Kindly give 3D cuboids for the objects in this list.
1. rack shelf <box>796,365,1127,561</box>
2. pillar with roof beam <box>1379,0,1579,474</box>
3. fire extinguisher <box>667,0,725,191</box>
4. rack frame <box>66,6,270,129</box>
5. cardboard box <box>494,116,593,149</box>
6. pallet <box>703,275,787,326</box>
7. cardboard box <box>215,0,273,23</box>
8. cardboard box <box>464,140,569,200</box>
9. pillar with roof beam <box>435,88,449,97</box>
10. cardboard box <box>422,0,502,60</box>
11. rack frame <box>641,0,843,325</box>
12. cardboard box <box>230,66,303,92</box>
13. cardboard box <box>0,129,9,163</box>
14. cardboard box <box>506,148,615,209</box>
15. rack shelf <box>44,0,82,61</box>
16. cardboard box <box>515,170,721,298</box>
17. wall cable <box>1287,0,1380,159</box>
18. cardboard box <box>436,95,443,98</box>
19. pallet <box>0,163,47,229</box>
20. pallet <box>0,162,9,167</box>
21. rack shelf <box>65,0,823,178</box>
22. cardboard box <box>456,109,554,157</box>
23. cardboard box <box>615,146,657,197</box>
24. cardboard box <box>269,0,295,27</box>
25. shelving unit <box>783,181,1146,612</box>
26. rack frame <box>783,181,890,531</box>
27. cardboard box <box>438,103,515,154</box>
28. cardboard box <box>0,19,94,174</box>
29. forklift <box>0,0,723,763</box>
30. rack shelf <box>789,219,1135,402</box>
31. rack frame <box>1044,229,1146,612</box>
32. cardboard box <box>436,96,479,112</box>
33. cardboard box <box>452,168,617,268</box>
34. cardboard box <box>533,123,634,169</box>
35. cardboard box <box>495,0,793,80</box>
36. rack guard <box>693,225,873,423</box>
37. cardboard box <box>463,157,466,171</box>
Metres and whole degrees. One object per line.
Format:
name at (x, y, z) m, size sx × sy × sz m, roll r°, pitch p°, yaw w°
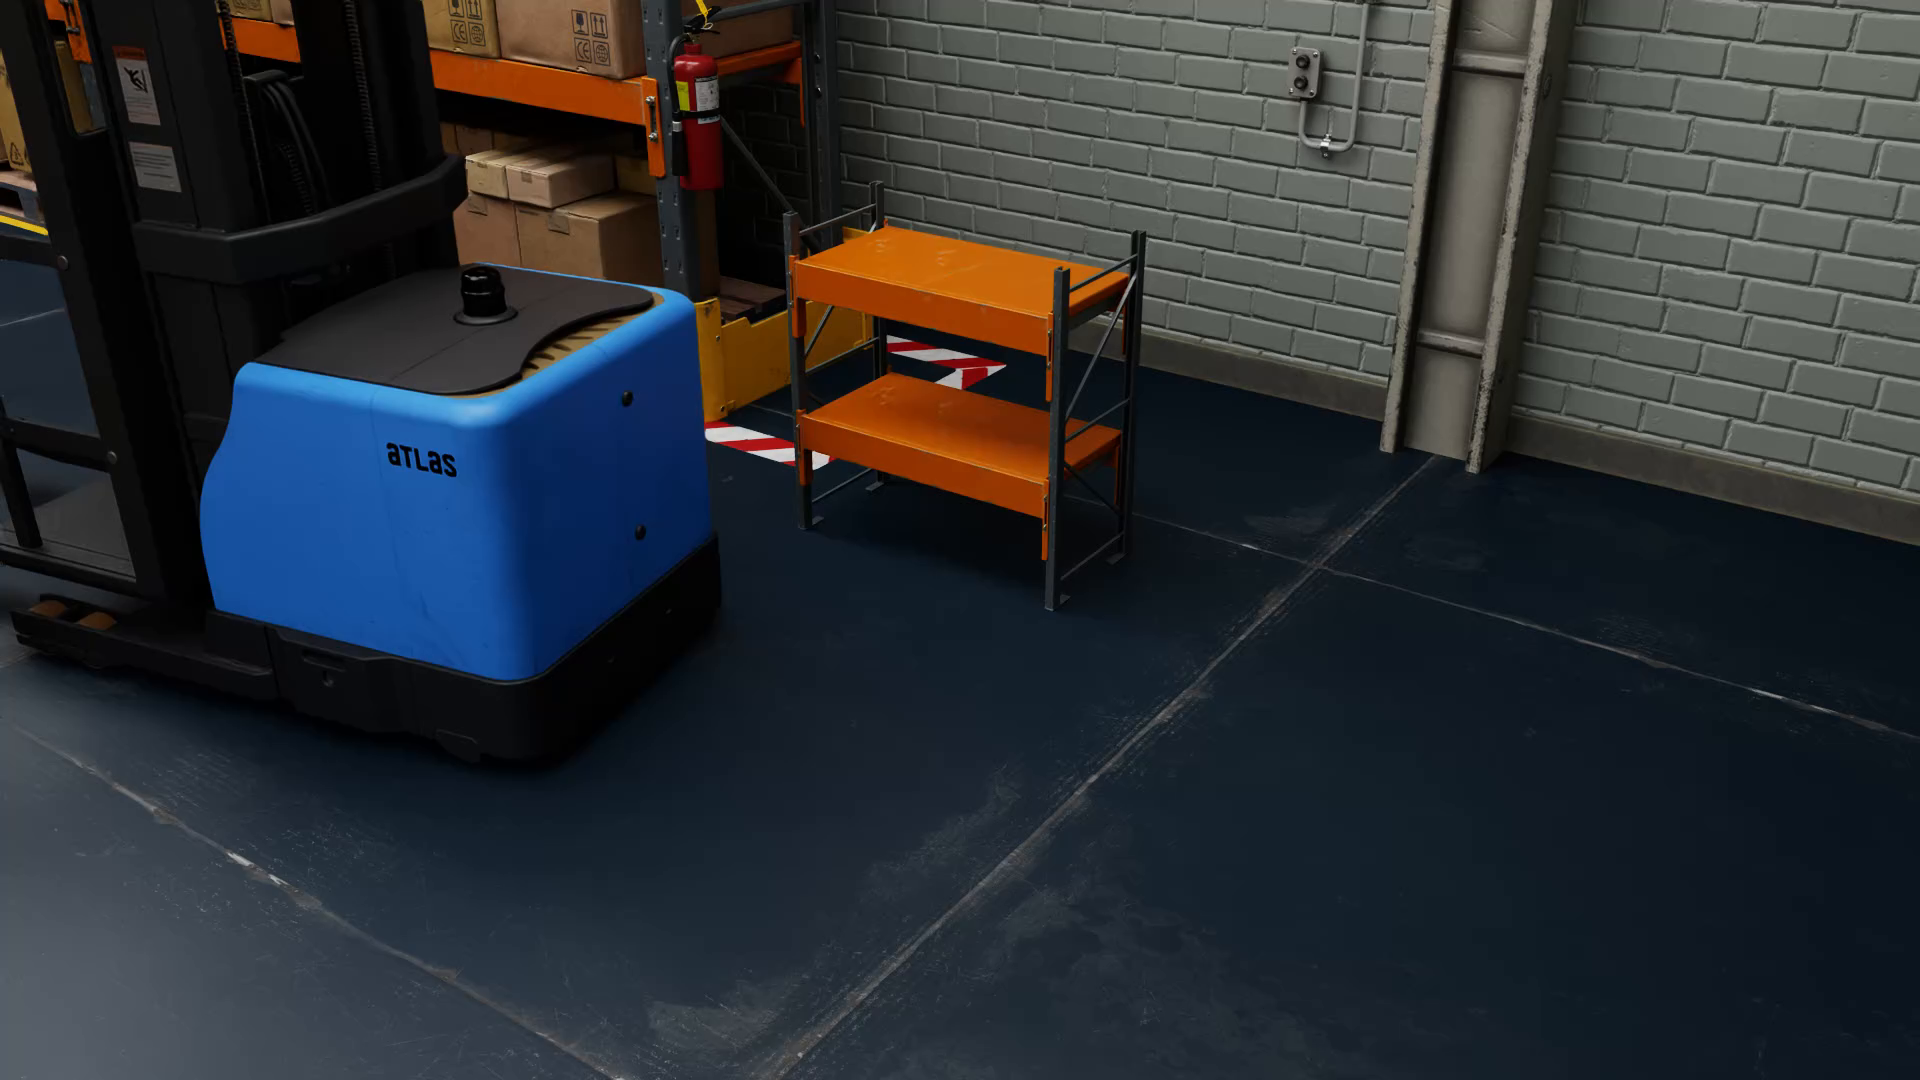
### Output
rack shelf at (0.006, -0.282, 5.602) m, size 1.000 × 0.278 × 0.538 m, roll 17°, pitch 32°, yaw 30°
pillar with roof beam at (-0.565, -2.757, 1.245) m, size 0.400 × 9.000 × 9.100 m, roll 17°, pitch 32°, yaw 30°
fire extinguisher at (-0.980, -1.650, 6.182) m, size 0.183 × 0.674 × 0.296 m, roll 17°, pitch 32°, yaw 30°
rack frame at (-4.140, -3.089, 8.513) m, size 0.127 × 3.000 × 1.000 m, roll 17°, pitch 32°, yaw 30°
cardboard box at (-1.885, -1.804, 7.565) m, size 0.250 × 0.149 × 0.380 m, roll 18°, pitch 32°, yaw 31°
pallet at (-1.547, -0.996, 7.474) m, size 1.213 × 0.211 × 1.003 m, roll 17°, pitch 32°, yaw 30°
cardboard box at (-3.104, -2.888, 7.787) m, size 0.700 × 0.700 × 0.980 m, roll 16°, pitch 31°, yaw 29°
cardboard box at (-1.897, -1.597, 7.159) m, size 0.250 × 0.149 × 0.380 m, roll 18°, pitch 32°, yaw 32°
pillar with roof beam at (-5.511, -4.297, 4.272) m, size 0.400 × 9.000 × 9.100 m, roll 17°, pitch 32°, yaw 30°
cardboard box at (-1.875, -2.506, 7.036) m, size 0.700 × 0.700 × 0.980 m, roll 17°, pitch 32°, yaw 30°
rack frame at (-0.843, -2.062, 6.495) m, size 0.127 × 3.000 × 1.000 m, roll 17°, pitch 32°, yaw 30°
cardboard box at (-3.589, -2.333, 8.604) m, size 0.250 × 0.149 × 0.380 m, roll 17°, pitch 32°, yaw 30°
cardboard box at (-5.484, -2.664, 9.585) m, size 0.750 × 0.750 × 0.750 m, roll 18°, pitch 32°, yaw 32°
cardboard box at (-1.686, -1.532, 7.030) m, size 0.250 × 0.149 × 0.380 m, roll 17°, pitch 31°, yaw 30°
rack shelf at (-5.789, -3.282, 9.686) m, size 4.000 × 0.370 × 1.077 m, roll 17°, pitch 32°, yaw 30°
cardboard box at (-1.477, -1.278, 7.247) m, size 0.500 × 0.500 × 0.700 m, roll 17°, pitch 32°, yaw 30°
wall cable at (0.748, -2.540, 6.313) m, size 1.851 × 1.984 × 0.084 m, roll 17°, pitch 32°, yaw 30°
cardboard box at (-2.728, -2.066, 8.079) m, size 0.250 × 0.149 × 0.380 m, roll 18°, pitch 32°, yaw 31°
pallet at (-4.819, -2.017, 9.480) m, size 1.213 × 0.211 × 1.003 m, roll 17°, pitch 32°, yaw 30°
pallet at (-5.829, -2.330, 10.095) m, size 1.213 × 0.211 × 1.003 m, roll 17°, pitch 32°, yaw 30°
rack shelf at (-2.492, -2.255, 7.667) m, size 4.000 × 0.370 × 1.077 m, roll 17°, pitch 32°, yaw 30°
cardboard box at (-2.095, -1.869, 7.693) m, size 0.250 × 0.149 × 0.380 m, roll 18°, pitch 32°, yaw 31°
cardboard box at (-1.260, -1.610, 7.183) m, size 0.250 × 0.149 × 0.380 m, roll 18°, pitch 32°, yaw 31°
cardboard box at (-2.498, -2.705, 7.427) m, size 0.700 × 0.700 × 0.980 m, roll 16°, pitch 31°, yaw 28°
shelving unit at (0.006, -0.500, 5.491) m, size 1.048 × 1.125 × 0.538 m, roll 17°, pitch 32°, yaw 30°
rack frame at (-0.413, -0.630, 5.748) m, size 0.032 × 1.125 × 0.500 m, roll 17°, pitch 32°, yaw 30°
cardboard box at (-2.307, -1.934, 7.822) m, size 0.250 × 0.149 × 0.380 m, roll 18°, pitch 32°, yaw 31°
cardboard box at (-4.750, -2.437, 9.138) m, size 0.750 × 0.750 × 0.750 m, roll 18°, pitch 32°, yaw 31°
forklift at (-2.311, -1.127, 4.733) m, size 3.031 × 2.935 × 1.130 m, roll 11°, pitch 29°, yaw 20°
rack shelf at (0.006, -0.760, 5.359) m, size 1.000 × 0.278 × 0.538 m, roll 17°, pitch 32°, yaw 30°
rack frame at (0.425, -0.369, 5.235) m, size 0.032 × 1.125 × 0.500 m, roll 17°, pitch 32°, yaw 30°
cardboard box at (-2.515, -2.000, 7.950) m, size 0.250 × 0.149 × 0.380 m, roll 17°, pitch 31°, yaw 29°
cardboard box at (-1.889, -1.406, 7.499) m, size 0.500 × 0.500 × 0.700 m, roll 17°, pitch 32°, yaw 30°
cardboard box at (-1.679, -1.739, 7.438) m, size 0.250 × 0.149 × 0.380 m, roll 17°, pitch 32°, yaw 30°
cardboard box at (-1.269, -2.323, 6.677) m, size 0.700 × 0.700 × 0.980 m, roll 19°, pitch 33°, yaw 33°
rack guard at (-0.823, -0.942, 7.050) m, size 0.348 × 0.500 × 1.175 m, roll 17°, pitch 32°, yaw 30°
cardboard box at (-2.304, -1.535, 7.752) m, size 0.500 × 0.500 × 0.700 m, roll 16°, pitch 31°, yaw 29°
